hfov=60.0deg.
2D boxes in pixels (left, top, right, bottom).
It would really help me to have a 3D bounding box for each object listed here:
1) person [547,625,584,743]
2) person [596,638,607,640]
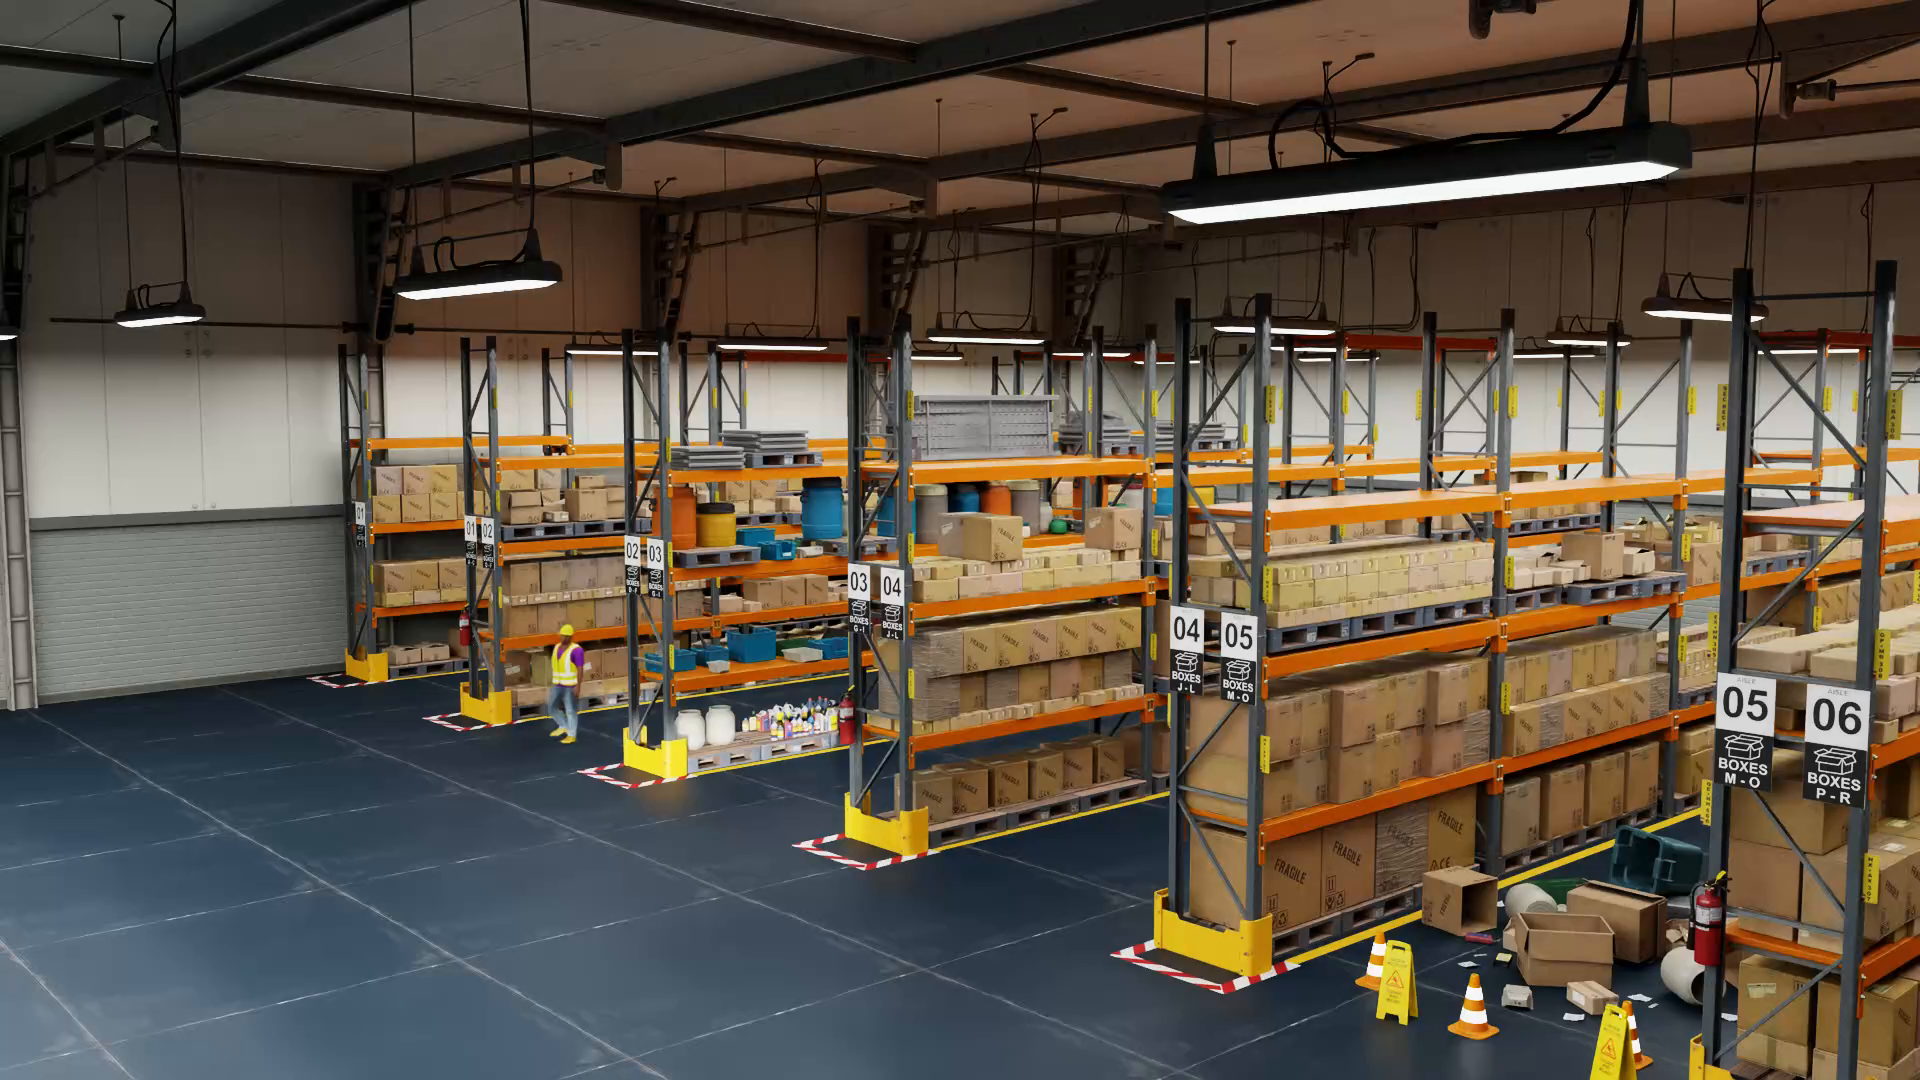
[{"bbox_3d":[-5.769,2.101,24.337,0.673,1.751,0.467,2,6,25],"label":"person"},{"bbox_3d":[-6.280,1.658,29.559,0.703,1.732,0.927,4,6,35],"label":"person"}]
